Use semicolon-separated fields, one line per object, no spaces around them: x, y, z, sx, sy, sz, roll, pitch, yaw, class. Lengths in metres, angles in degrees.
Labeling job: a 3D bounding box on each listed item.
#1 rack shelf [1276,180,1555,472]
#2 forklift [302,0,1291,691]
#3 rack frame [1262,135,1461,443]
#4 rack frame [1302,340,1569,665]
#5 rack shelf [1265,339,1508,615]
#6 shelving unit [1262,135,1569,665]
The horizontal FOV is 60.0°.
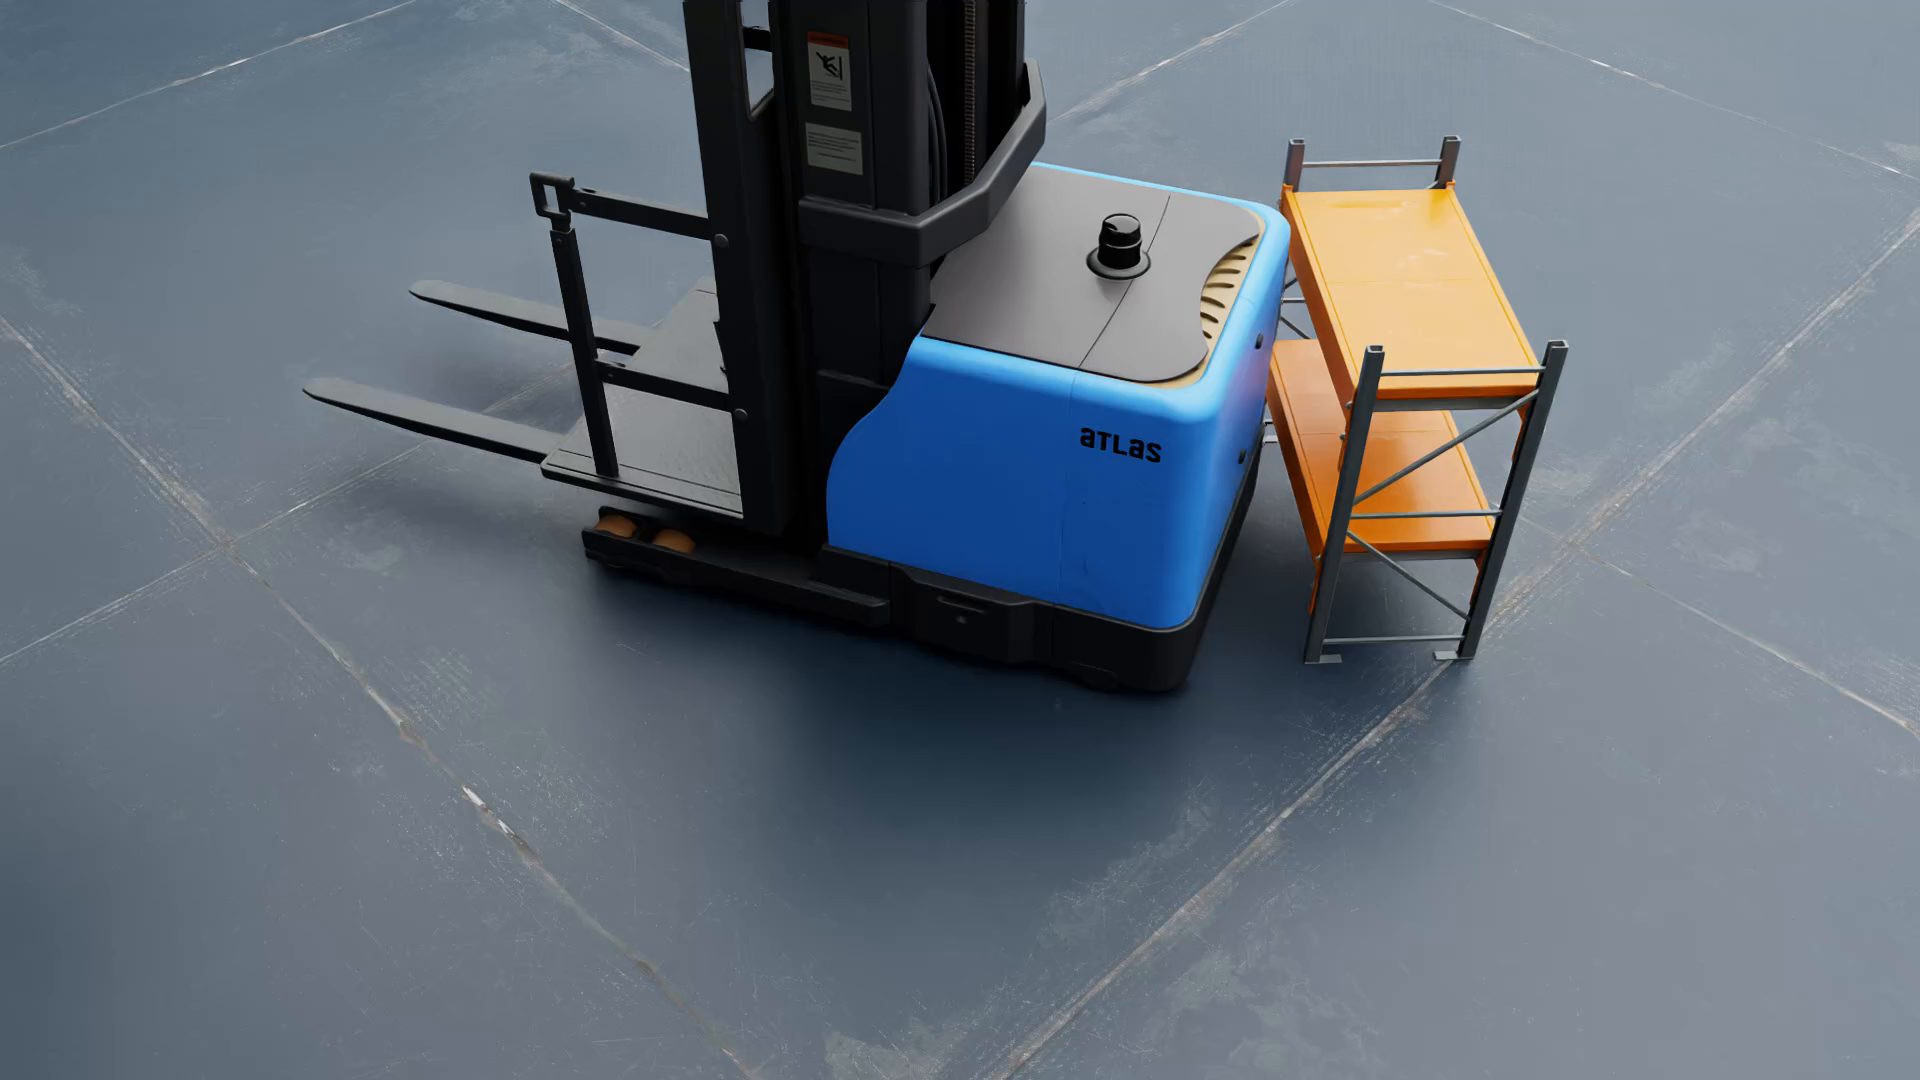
1.234;-0.626;4.667;0.538;0.278;1.000;-2;43;-2;rack shelf
-0.626;-1.265;4.459;3.031;2.935;1.130;14;45;15;forklift
1.213;-0.756;5.239;0.500;1.125;0.032;-2;43;-2;rack frame
1.255;-0.066;4.493;0.500;1.125;0.032;-2;43;-2;rack frame
1.234;-0.231;5.032;0.538;0.278;1.000;-2;43;-2;rack shelf
1.234;-0.411;4.866;0.538;1.125;1.048;-2;43;-2;shelving unit
